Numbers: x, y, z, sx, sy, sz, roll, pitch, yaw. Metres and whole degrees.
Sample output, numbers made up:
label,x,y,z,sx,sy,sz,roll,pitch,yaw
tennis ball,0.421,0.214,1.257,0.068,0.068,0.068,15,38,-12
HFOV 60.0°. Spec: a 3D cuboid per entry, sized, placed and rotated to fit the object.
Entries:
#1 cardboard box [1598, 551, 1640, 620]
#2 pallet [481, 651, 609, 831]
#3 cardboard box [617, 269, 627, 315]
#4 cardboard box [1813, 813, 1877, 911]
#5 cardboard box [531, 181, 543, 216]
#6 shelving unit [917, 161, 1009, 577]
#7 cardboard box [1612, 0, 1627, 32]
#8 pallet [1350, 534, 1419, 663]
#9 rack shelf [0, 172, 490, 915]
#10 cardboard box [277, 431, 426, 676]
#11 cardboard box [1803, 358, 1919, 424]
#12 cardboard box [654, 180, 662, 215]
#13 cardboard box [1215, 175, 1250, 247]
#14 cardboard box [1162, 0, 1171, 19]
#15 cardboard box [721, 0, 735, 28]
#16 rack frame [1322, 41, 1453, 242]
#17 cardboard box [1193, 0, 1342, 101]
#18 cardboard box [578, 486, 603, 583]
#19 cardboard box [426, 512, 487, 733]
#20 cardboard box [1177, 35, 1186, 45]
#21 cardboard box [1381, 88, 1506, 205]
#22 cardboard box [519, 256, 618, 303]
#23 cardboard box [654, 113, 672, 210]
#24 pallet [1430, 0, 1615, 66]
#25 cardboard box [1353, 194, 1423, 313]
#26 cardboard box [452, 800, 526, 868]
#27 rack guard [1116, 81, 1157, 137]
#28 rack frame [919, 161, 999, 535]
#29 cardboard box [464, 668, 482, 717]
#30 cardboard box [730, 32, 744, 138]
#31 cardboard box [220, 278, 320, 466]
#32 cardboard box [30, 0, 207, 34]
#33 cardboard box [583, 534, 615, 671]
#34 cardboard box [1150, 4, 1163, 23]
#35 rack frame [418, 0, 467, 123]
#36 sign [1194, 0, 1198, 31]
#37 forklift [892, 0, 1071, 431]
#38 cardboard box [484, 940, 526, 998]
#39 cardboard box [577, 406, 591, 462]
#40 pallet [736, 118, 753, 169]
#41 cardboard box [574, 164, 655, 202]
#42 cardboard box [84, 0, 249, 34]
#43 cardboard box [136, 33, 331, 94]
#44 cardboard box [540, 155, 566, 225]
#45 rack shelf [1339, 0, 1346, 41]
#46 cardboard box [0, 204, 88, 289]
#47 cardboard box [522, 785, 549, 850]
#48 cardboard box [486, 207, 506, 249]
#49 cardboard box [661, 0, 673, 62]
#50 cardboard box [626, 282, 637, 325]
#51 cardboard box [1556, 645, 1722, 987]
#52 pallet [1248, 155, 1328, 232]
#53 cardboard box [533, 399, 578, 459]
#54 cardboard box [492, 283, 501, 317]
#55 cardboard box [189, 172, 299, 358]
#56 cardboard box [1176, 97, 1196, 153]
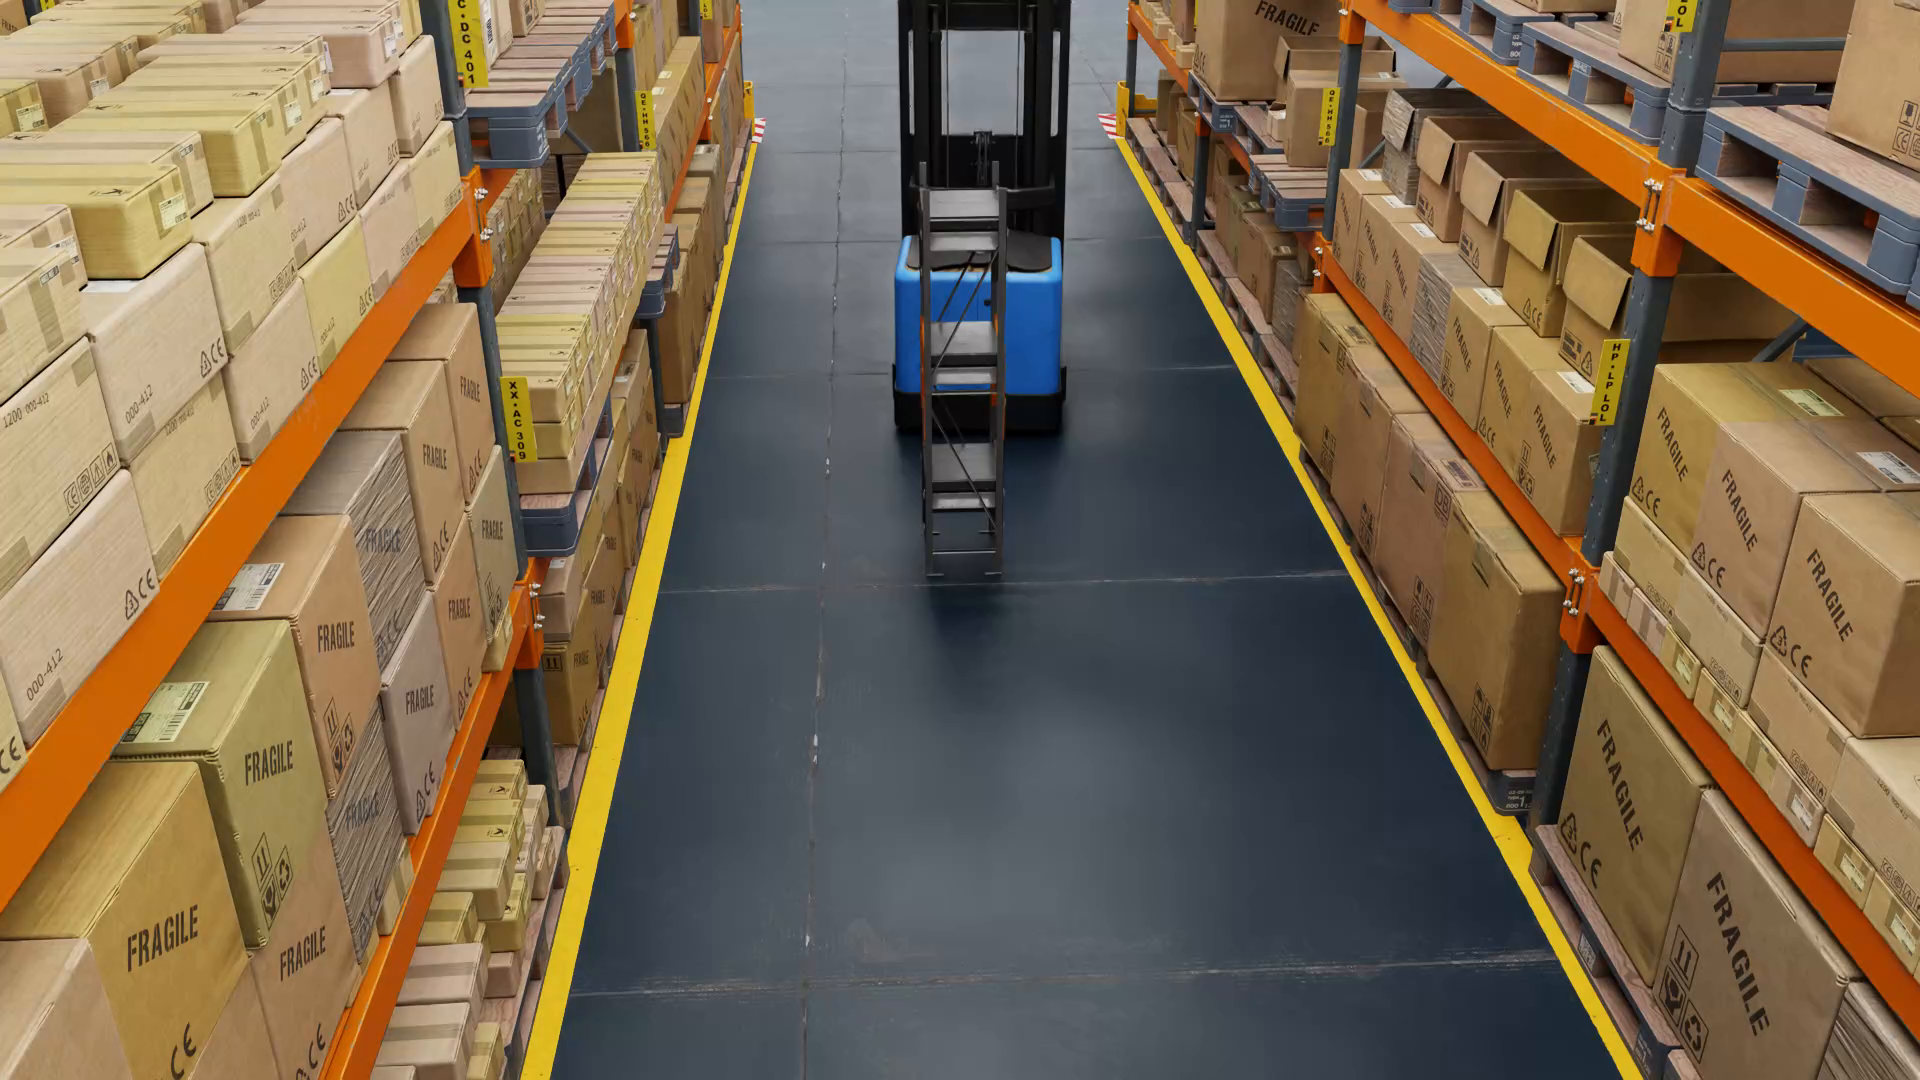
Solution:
label,x,y,z,sx,sy,sz,roll,pitch,yaw
cardboard box,2.535,0.158,5.974,0.380,0.149,0.250,-1,28,-3
pallet,-2.149,0.852,7.387,1.003,0.211,1.213,-1,28,-3
cardboard box,-1.752,-1.146,7.700,0.380,0.149,0.250,-2,28,-4
cardboard box,2.618,0.878,4.594,0.380,0.149,0.250,-2,28,-4
cardboard box,-2.491,-1.850,9.050,0.380,0.149,0.250,0,28,0
shelving unit,0.009,-0.855,8.618,0.431,2.100,0.503,-1,28,-3
cardboard box,2.884,-2.083,6.399,0.500,0.311,0.500,-2,28,-4
pallet,2.670,0.220,8.601,1.003,0.211,1.213,-1,28,-3
rack shelf,-2.002,-0.112,3.755,1.077,0.370,4.000,-1,28,-3
cardboard box,-1.767,0.042,4.415,0.500,0.500,0.500,-1,28,-1
cardboard box,3.143,-0.290,5.591,0.500,0.500,0.500,-1,28,-1
cardboard box,-1.835,-1.861,9.071,0.380,0.149,0.250,-1,28,-2
cardboard box,2.445,-2.595,13.209,0.700,0.500,0.500,-3,28,-7
cardboard box,2.355,-5.101,15.357,0.875,0.500,0.500,-1,28,-3
cardboard box,-2.618,-5.209,15.831,0.875,0.550,0.550,-1,28,-3
rack frame,2.643,-1.945,9.735,1.000,3.000,0.127,-1,28,-3
cardboard box,2.336,-3.874,12.331,1.000,1.000,1.000,-1,28,-2
cardboard box,-1.912,-0.028,7.499,0.500,0.250,0.500,-1,28,-1
cardboard box,-1.773,0.256,5.086,0.500,0.500,0.500,-2,28,-4
cardboard box,2.114,-4.351,14.621,0.380,0.149,0.250,-1,28,-3
cardboard box,2.665,-2.096,8.832,0.797,0.503,0.637,0,28,-1
cardboard box,-1.736,-1.153,7.392,0.380,0.149,0.250,0,28,-1
cardboard box,-2.099,-2.365,10.432,0.500,0.500,0.500,-2,28,-3
pallet,2.791,-2.379,7.527,1.003,0.211,1.213,0,28,0
cardboard box,2.426,-1.520,8.813,0.500,0.500,0.500,-2,28,-4
cardboard box,-1.775,1.065,5.950,0.380,0.149,0.250,-1,28,-2
rack guard,2.229,-4.496,17.329,1.175,0.500,0.348,-1,28,-3
rack frame,-0.004,-0.967,8.834,0.400,2.100,0.015,-1,28,-3
cardboard box,-1.781,0.454,5.407,0.380,0.149,0.250,0,28,-1
cardboard box,-2.632,-4.499,16.475,0.875,0.875,0.875,-1,28,-2
cardboard box,-1.745,-0.374,3.641,0.500,0.250,0.500,-2,28,-3
cardboard box,-2.352,-1.420,4.675,0.380,0.149,0.250,-3,28,-5
cardboard box,-1.910,0.306,7.669,0.500,0.500,0.500,0,28,0
cardboard box,2.028,-5.044,15.949,0.380,0.149,0.250,-1,28,-3
rack frame,-2.107,-2.684,4.666,1.000,3.000,0.127,-1,28,-3
sign,1.893,-4.159,13.045,0.100,0.325,0.005,-1,28,-3
forklift,0.163,-2.627,11.118,1.130,2.935,3.031,1,28,2
cardboard box,-1.738,1.469,5.819,0.380,0.149,0.250,-2,28,-4
cardboard box,-1.688,-0.420,6.630,0.380,0.149,0.250,-1,28,-2
pallet,-2.613,-3.962,16.619,1.003,0.211,1.213,-1,28,-3
cardboard box,-1.821,-1.879,8.783,0.380,0.149,0.250,-2,28,-3
cardboard box,-2.333,-1.546,4.918,0.380,0.149,0.250,-2,28,-4
cardboard box,-1.843,-1.191,4.236,0.380,0.149,0.250,0,28,-1
cardboard box,-2.607,-2.118,9.958,0.500,0.500,0.500,-1,28,-3
rack shelf,2.539,-3.879,10.979,1.077,0.370,4.000,-1,28,-3
cardboard box,-1.755,-0.468,2.851,0.380,0.149,0.250,-1,28,-1
cardboard box,-1.773,1.059,6.282,0.380,0.149,0.250,-1,28,-2
cardboard box,-2.431,-1.508,8.071,0.380,0.149,0.250,0,28,0
cardboard box,-2.464,-3.740,11.988,0.700,0.500,0.500,-2,28,-3
cardboard box,-1.769,-1.137,8.005,0.380,0.149,0.250,-1,28,-1
cardboard box,2.806,0.965,6.000,0.875,0.875,0.875,-1,28,-3
pallet,2.499,-2.186,10.406,1.213,0.211,1.003,-1,28,-3
cardboard box,-1.668,-0.424,6.316,0.380,0.149,0.250,-1,28,-2
cardboard box,-2.423,-1.123,7.977,0.380,0.149,0.250,-1,28,-2
cardboard box,-1.732,-0.580,3.496,0.500,0.250,0.500,-2,28,-5
cardboard box,2.320,-3.864,15.663,0.500,0.500,0.500,1,28,2
